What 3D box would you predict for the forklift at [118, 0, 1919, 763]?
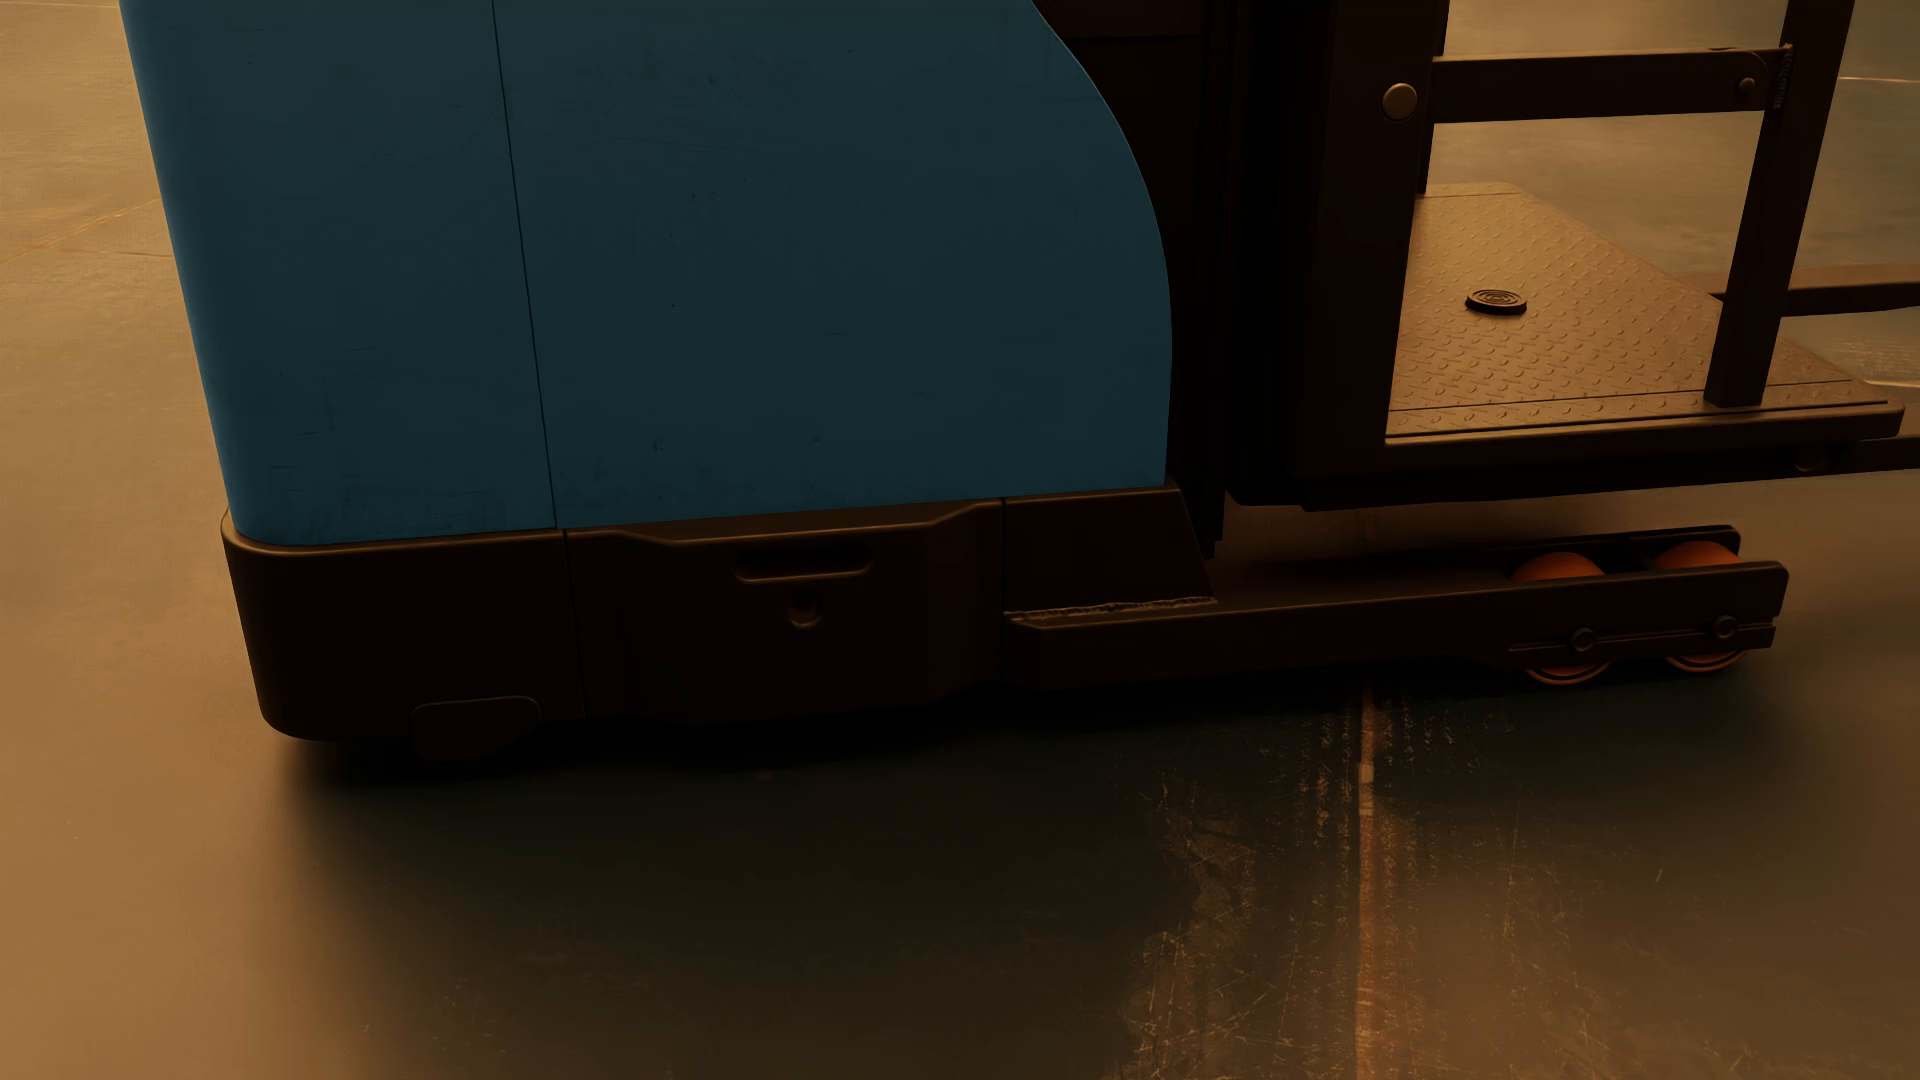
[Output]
[{"bbox_3d":[0.600,-1.354,1.930,3.031,2.935,1.130,-4,27,-9],"label":"forklift"}]
